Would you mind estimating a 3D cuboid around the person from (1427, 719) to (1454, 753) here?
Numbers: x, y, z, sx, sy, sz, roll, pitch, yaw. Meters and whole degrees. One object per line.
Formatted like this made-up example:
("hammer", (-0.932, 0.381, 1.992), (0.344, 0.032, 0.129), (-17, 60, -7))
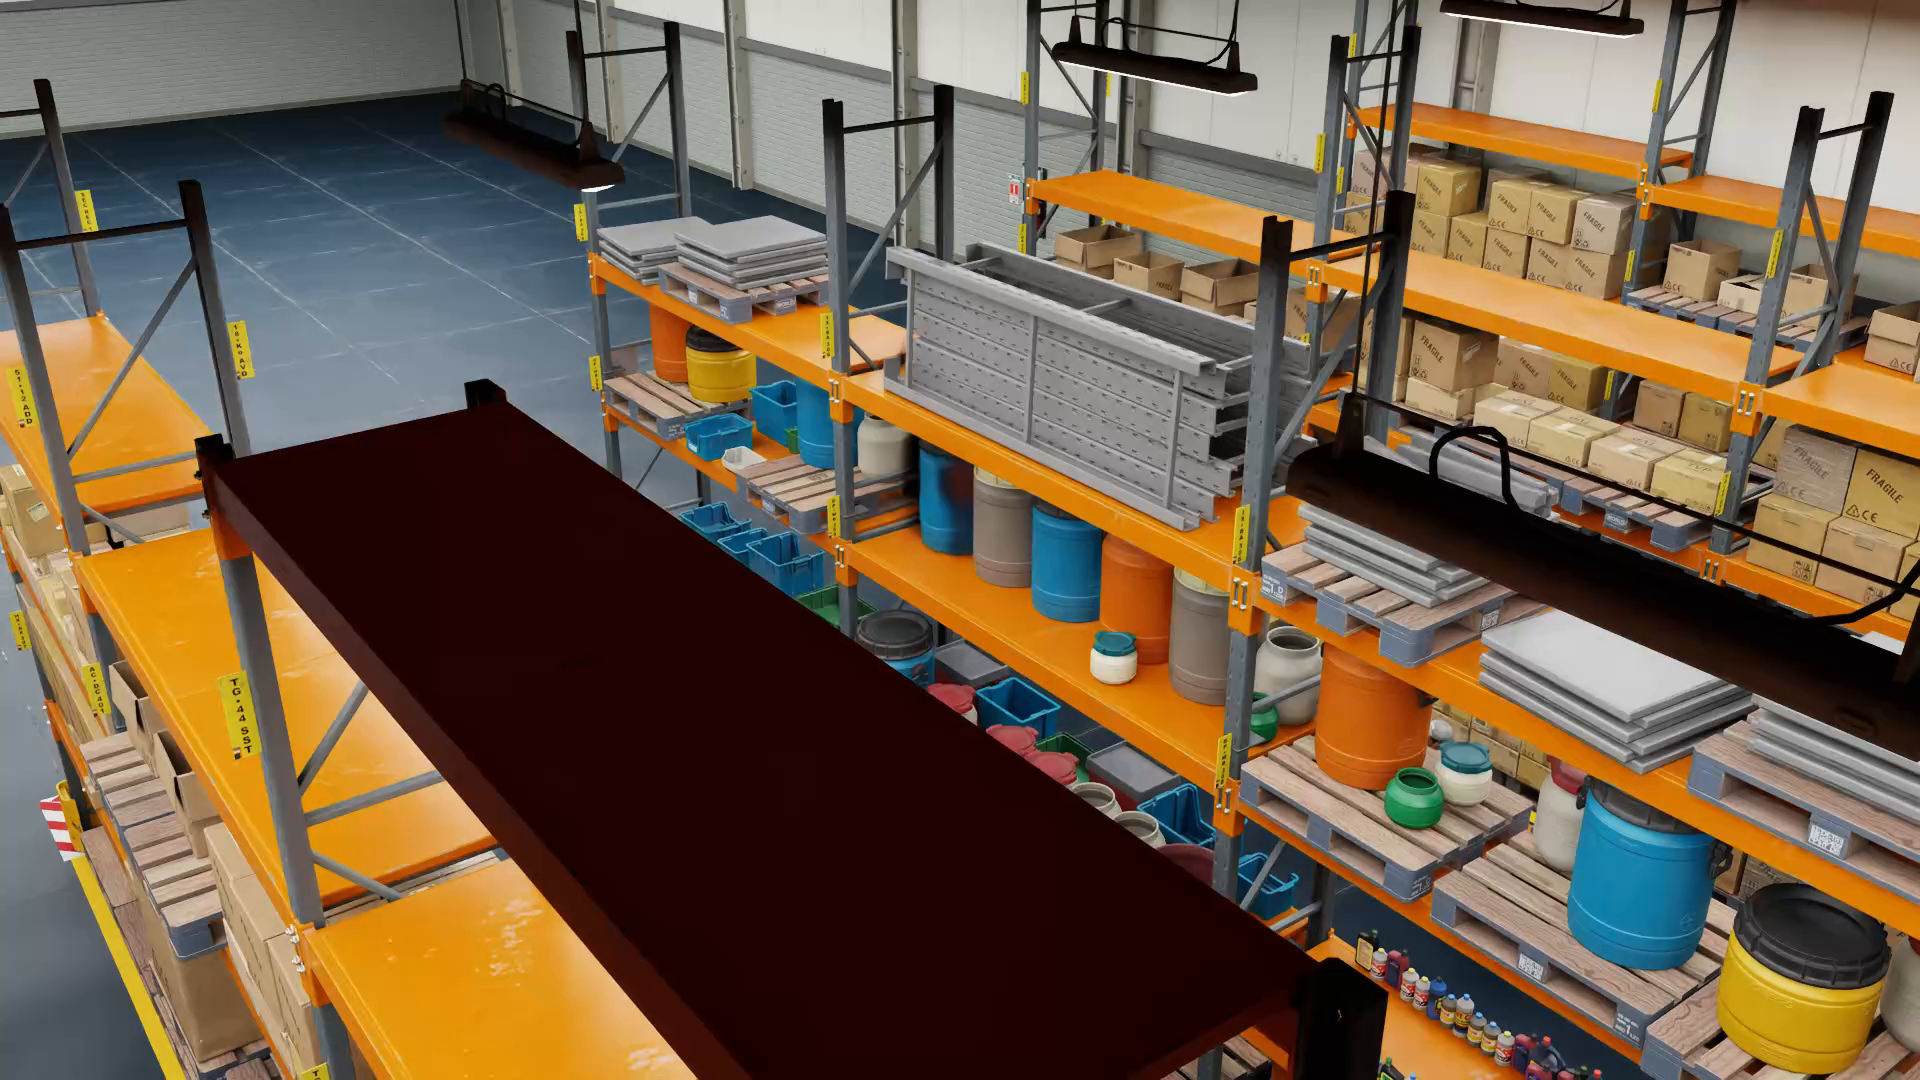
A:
("person", (3.545, 2.107, 12.454), (0.620, 1.697, 0.746), (-14, 28, -28))
